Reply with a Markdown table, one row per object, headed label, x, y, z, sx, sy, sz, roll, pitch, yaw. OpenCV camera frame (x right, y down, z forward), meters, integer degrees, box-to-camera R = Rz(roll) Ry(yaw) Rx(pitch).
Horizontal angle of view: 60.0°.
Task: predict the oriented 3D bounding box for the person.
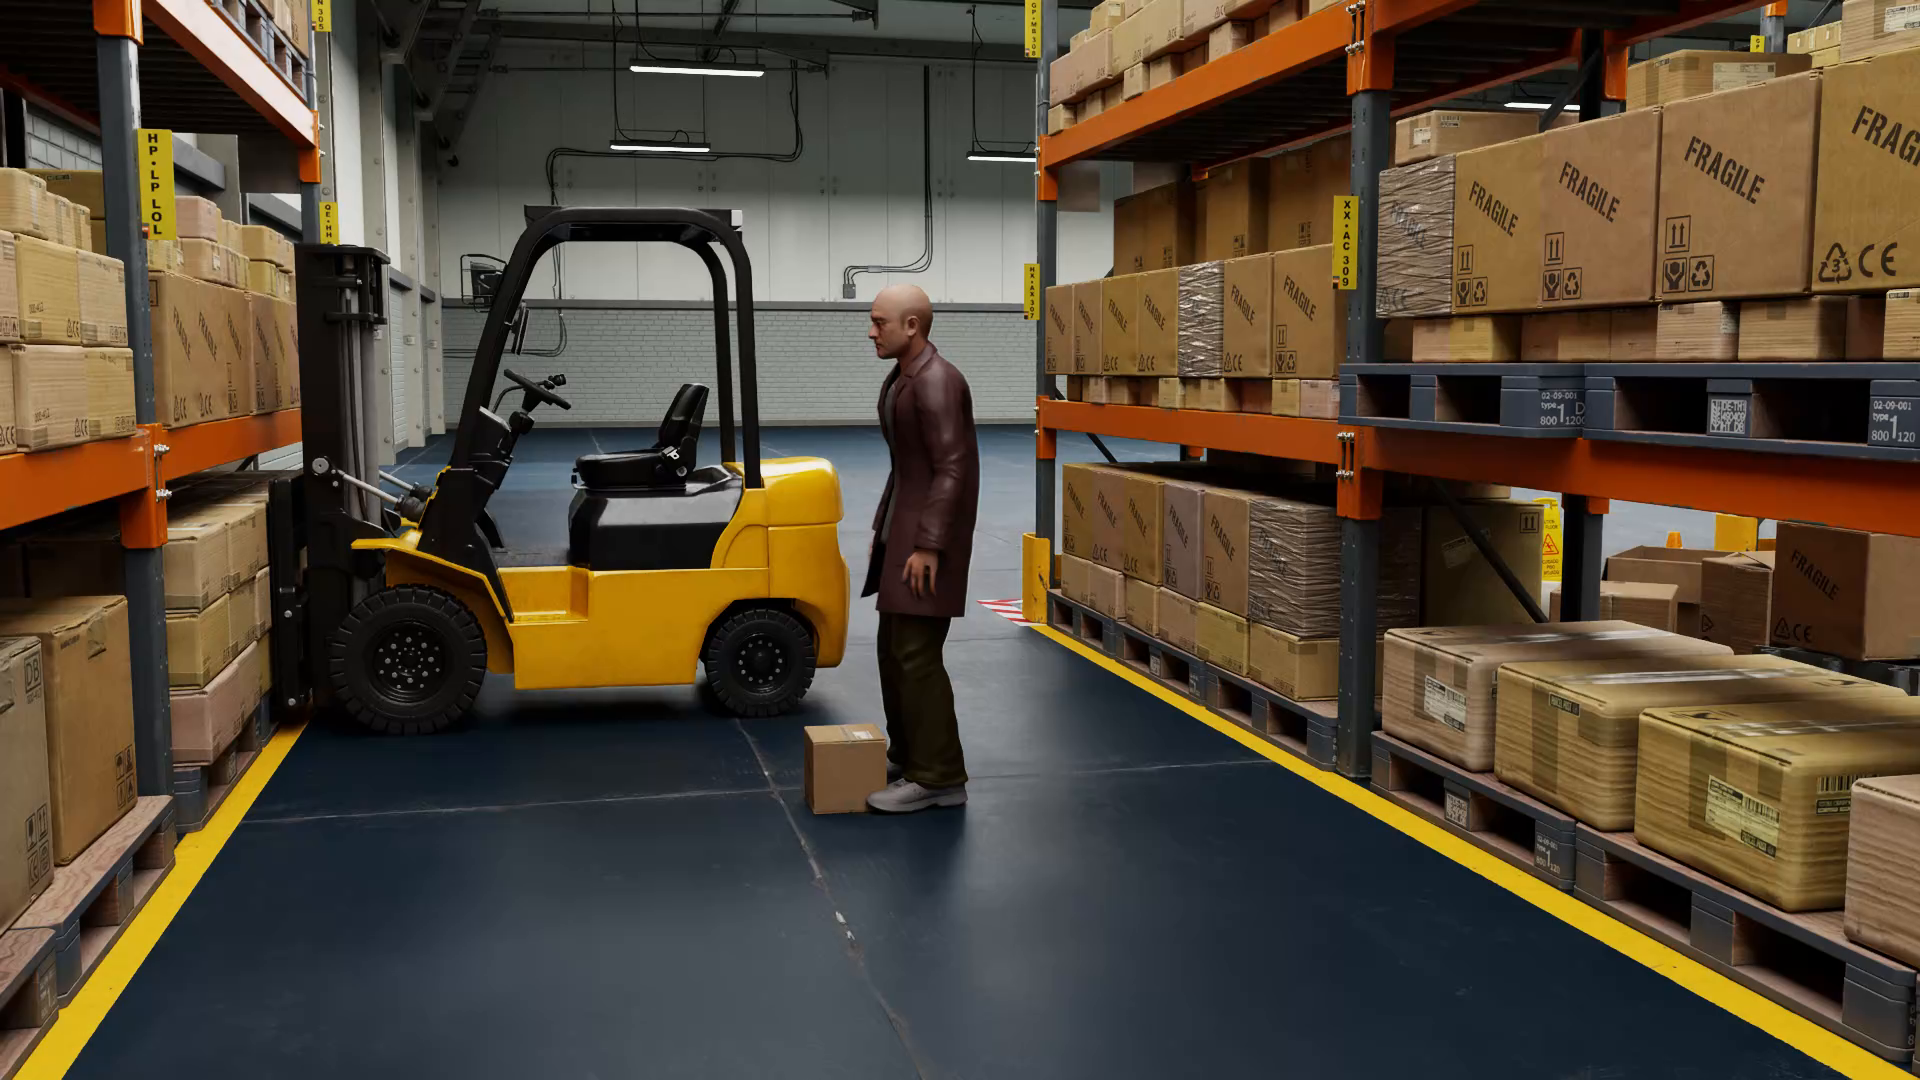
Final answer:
| label | x | y | z | sx | sy | sz | roll | pitch | yaw |
| --- | --- | --- | --- | --- | --- | --- | --- | --- | --- |
| person | -0.153 | 0.020 | 5.689 | 0.418 | 1.774 | 0.656 | -2 | 6 | -16 |
